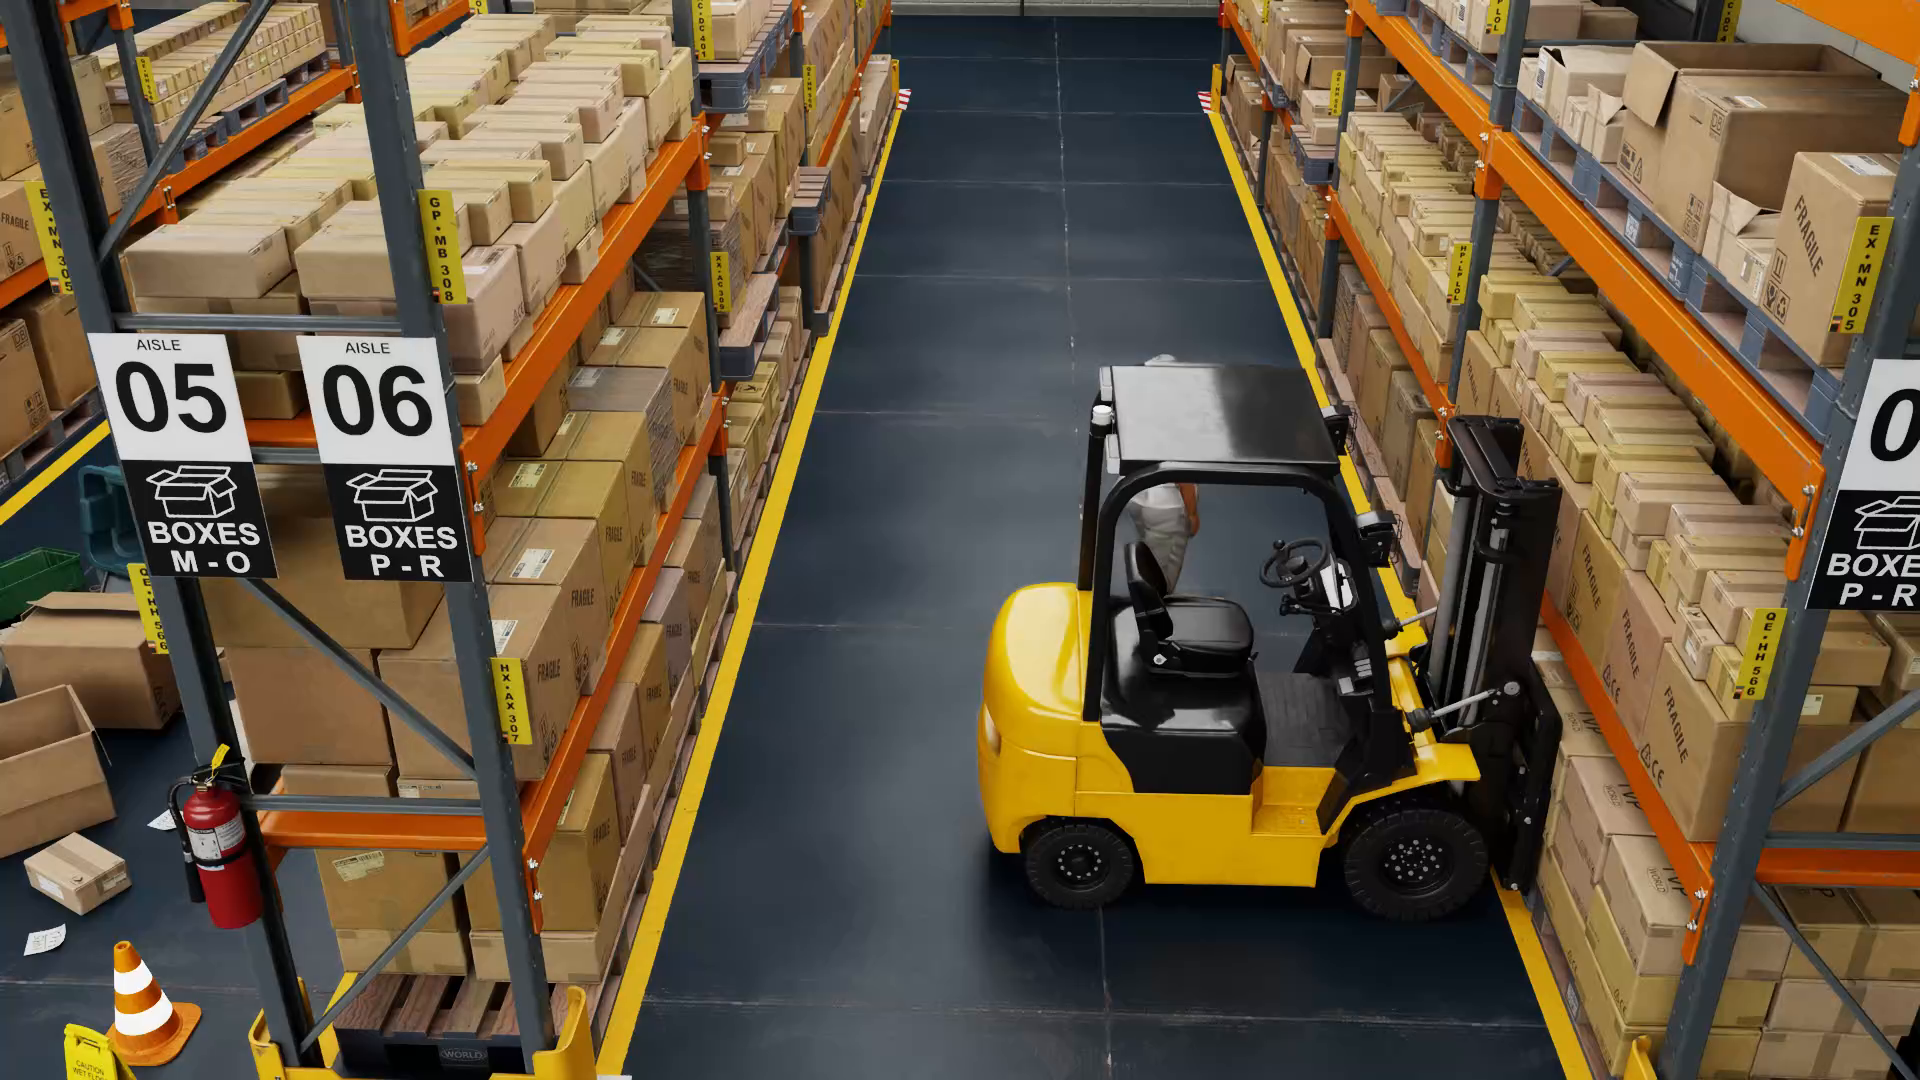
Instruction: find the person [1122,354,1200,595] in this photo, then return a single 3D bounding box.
[{"bbox_3d":[1.078,-0.159,8.940,0.534,1.643,0.656,-14,31,-24],"label":"person"}]
